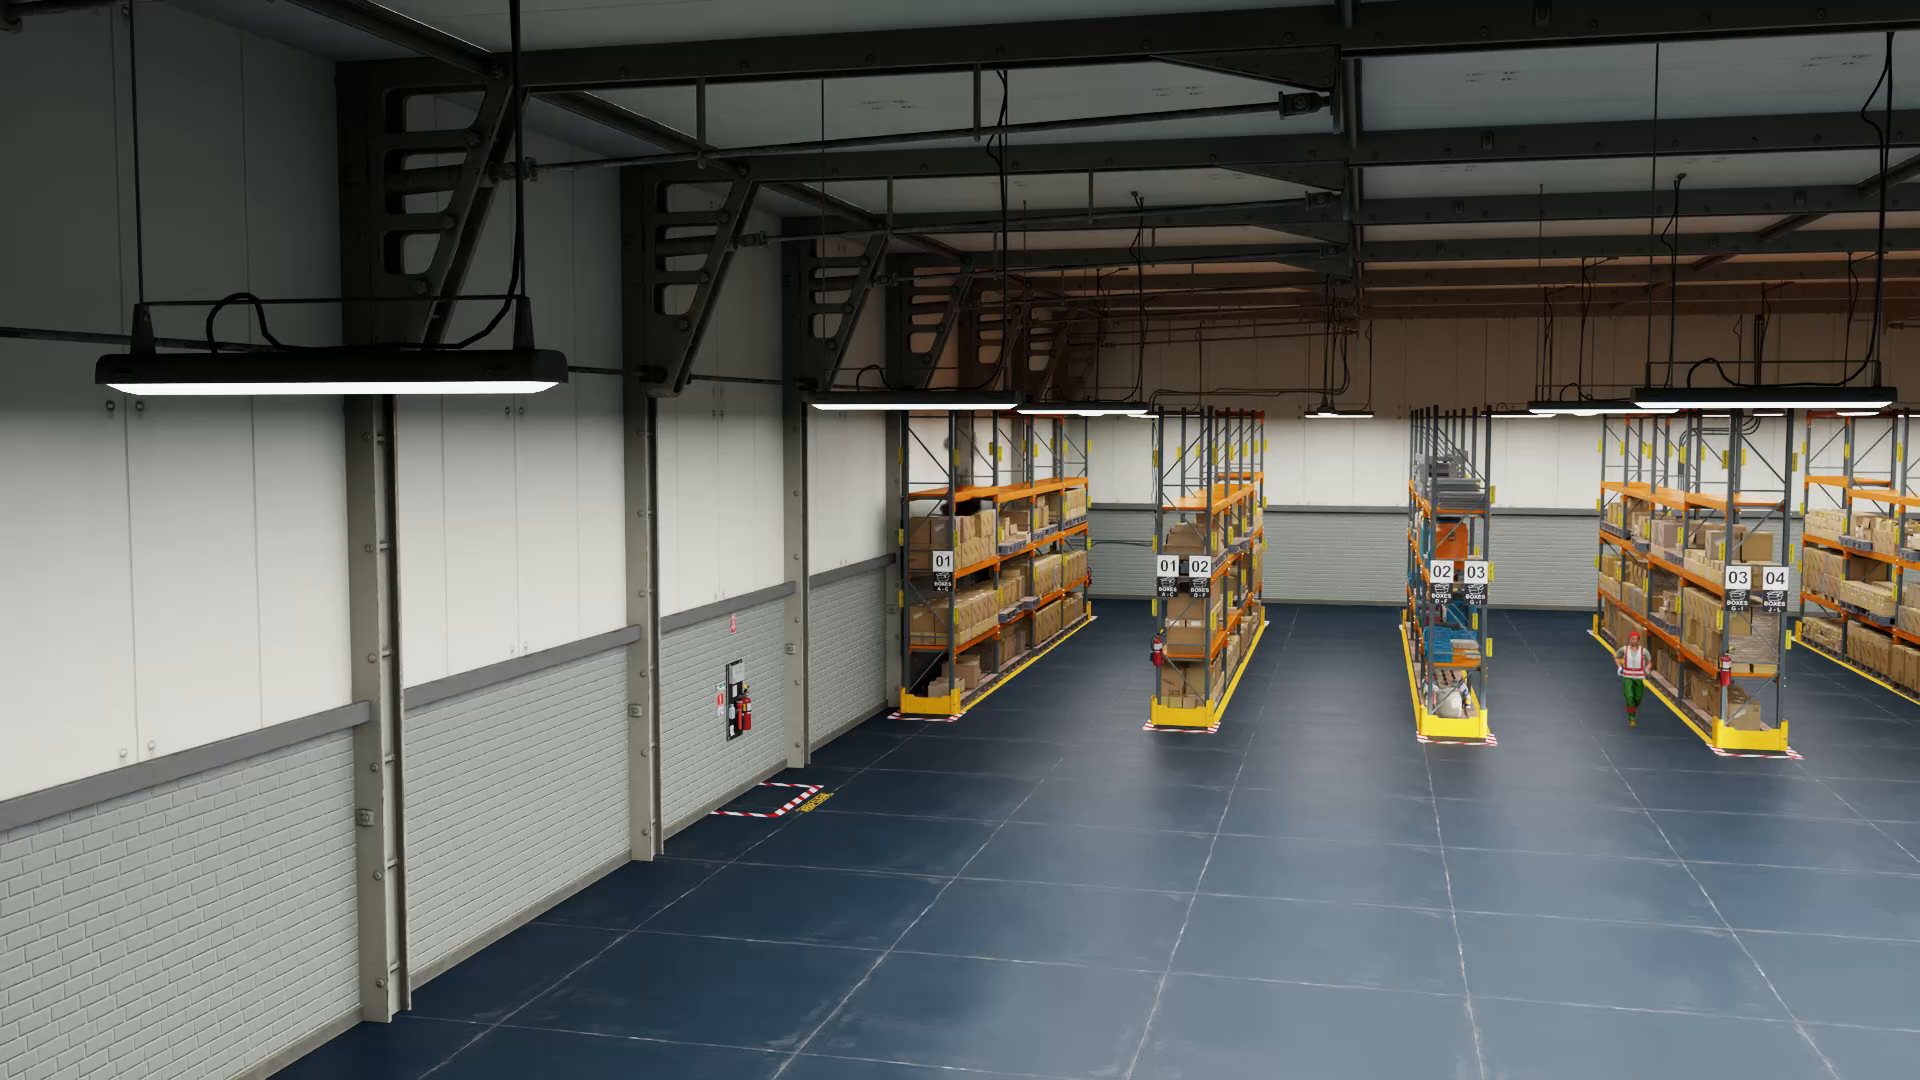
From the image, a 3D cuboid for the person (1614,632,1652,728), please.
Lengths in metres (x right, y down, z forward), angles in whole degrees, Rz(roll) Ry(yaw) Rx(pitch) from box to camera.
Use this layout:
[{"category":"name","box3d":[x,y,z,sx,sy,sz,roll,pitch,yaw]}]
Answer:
[{"category":"person","box3d":[12.685,2.603,31.354,0.655,1.772,0.845,1,4,20]}]

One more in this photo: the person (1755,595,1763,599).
[{"category":"person","box3d":[20.482,1.859,42.894,0.579,1.593,0.466,2,4,21]}]
